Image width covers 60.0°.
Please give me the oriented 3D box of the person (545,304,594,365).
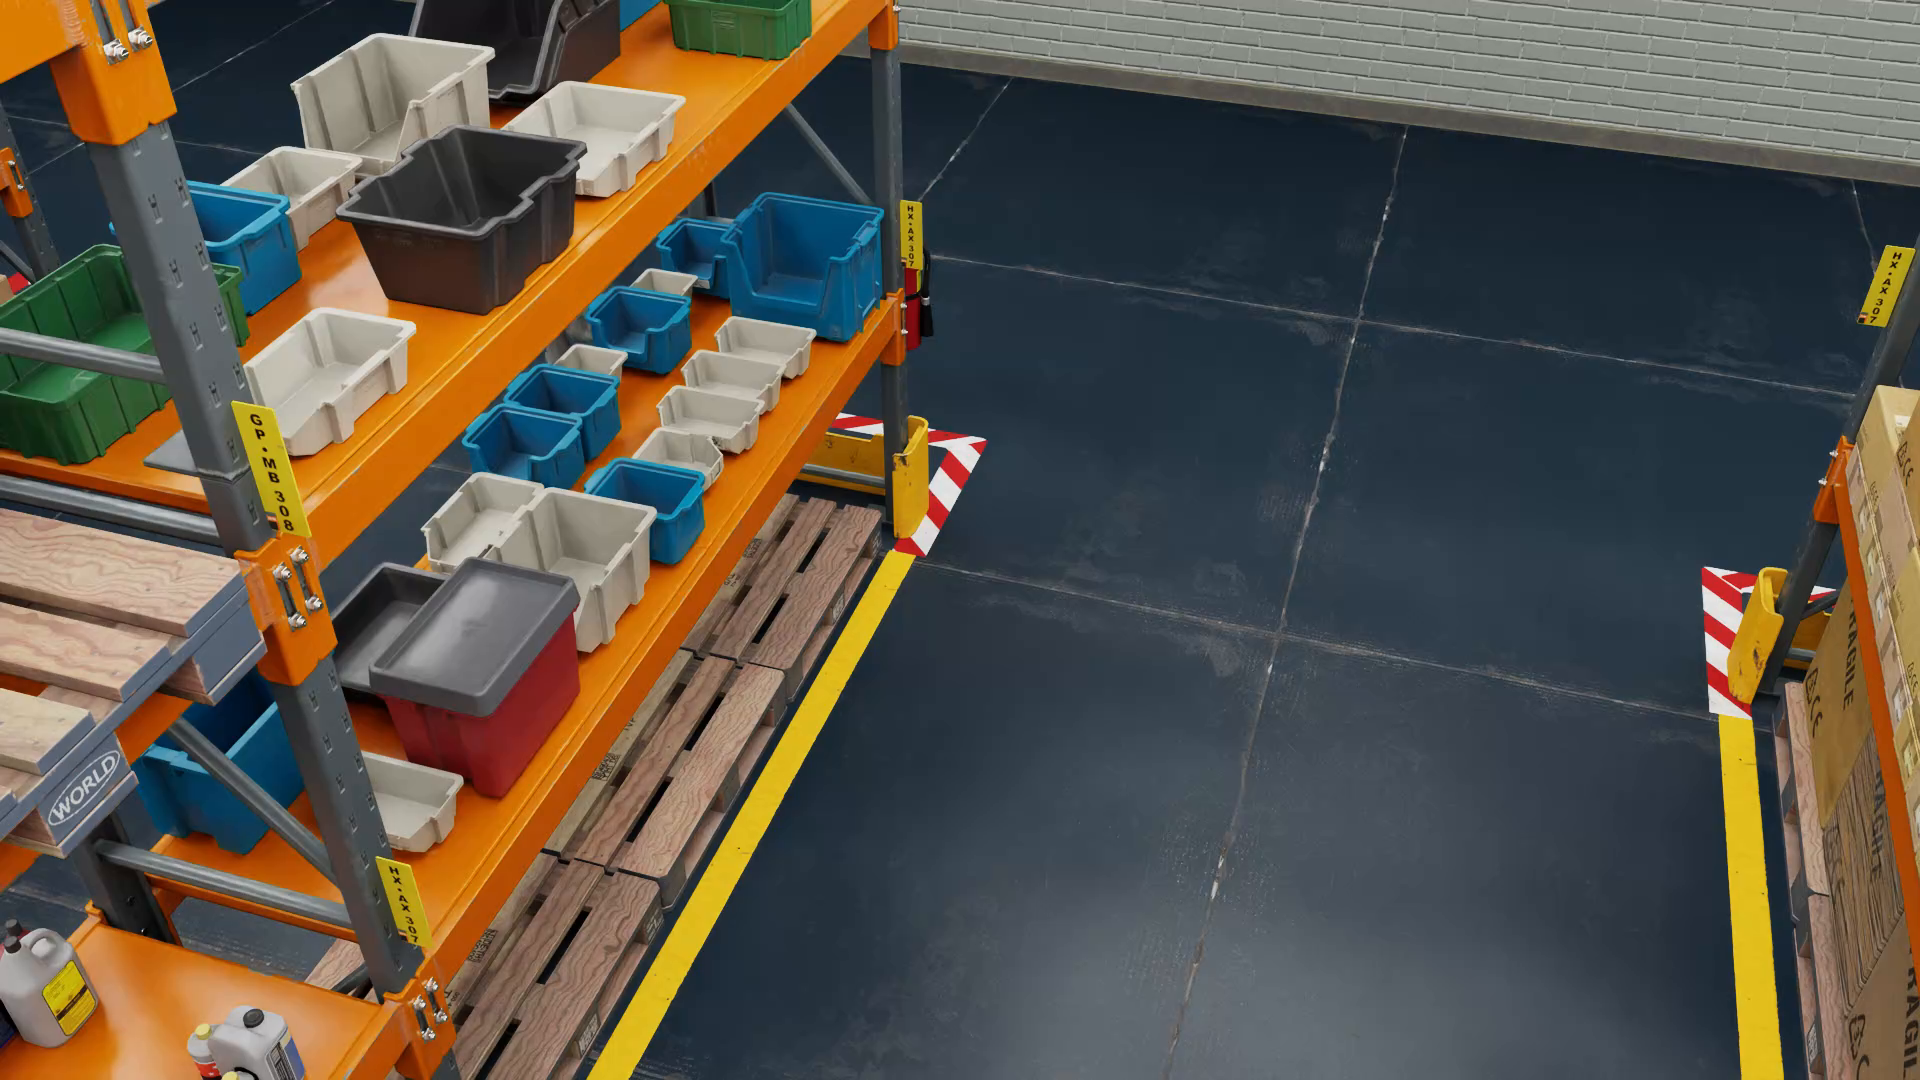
[{"bbox_3d":[-2.031,-1.418,8.728,0.787,1.561,0.442,-18,41,-22],"label":"person"}]
